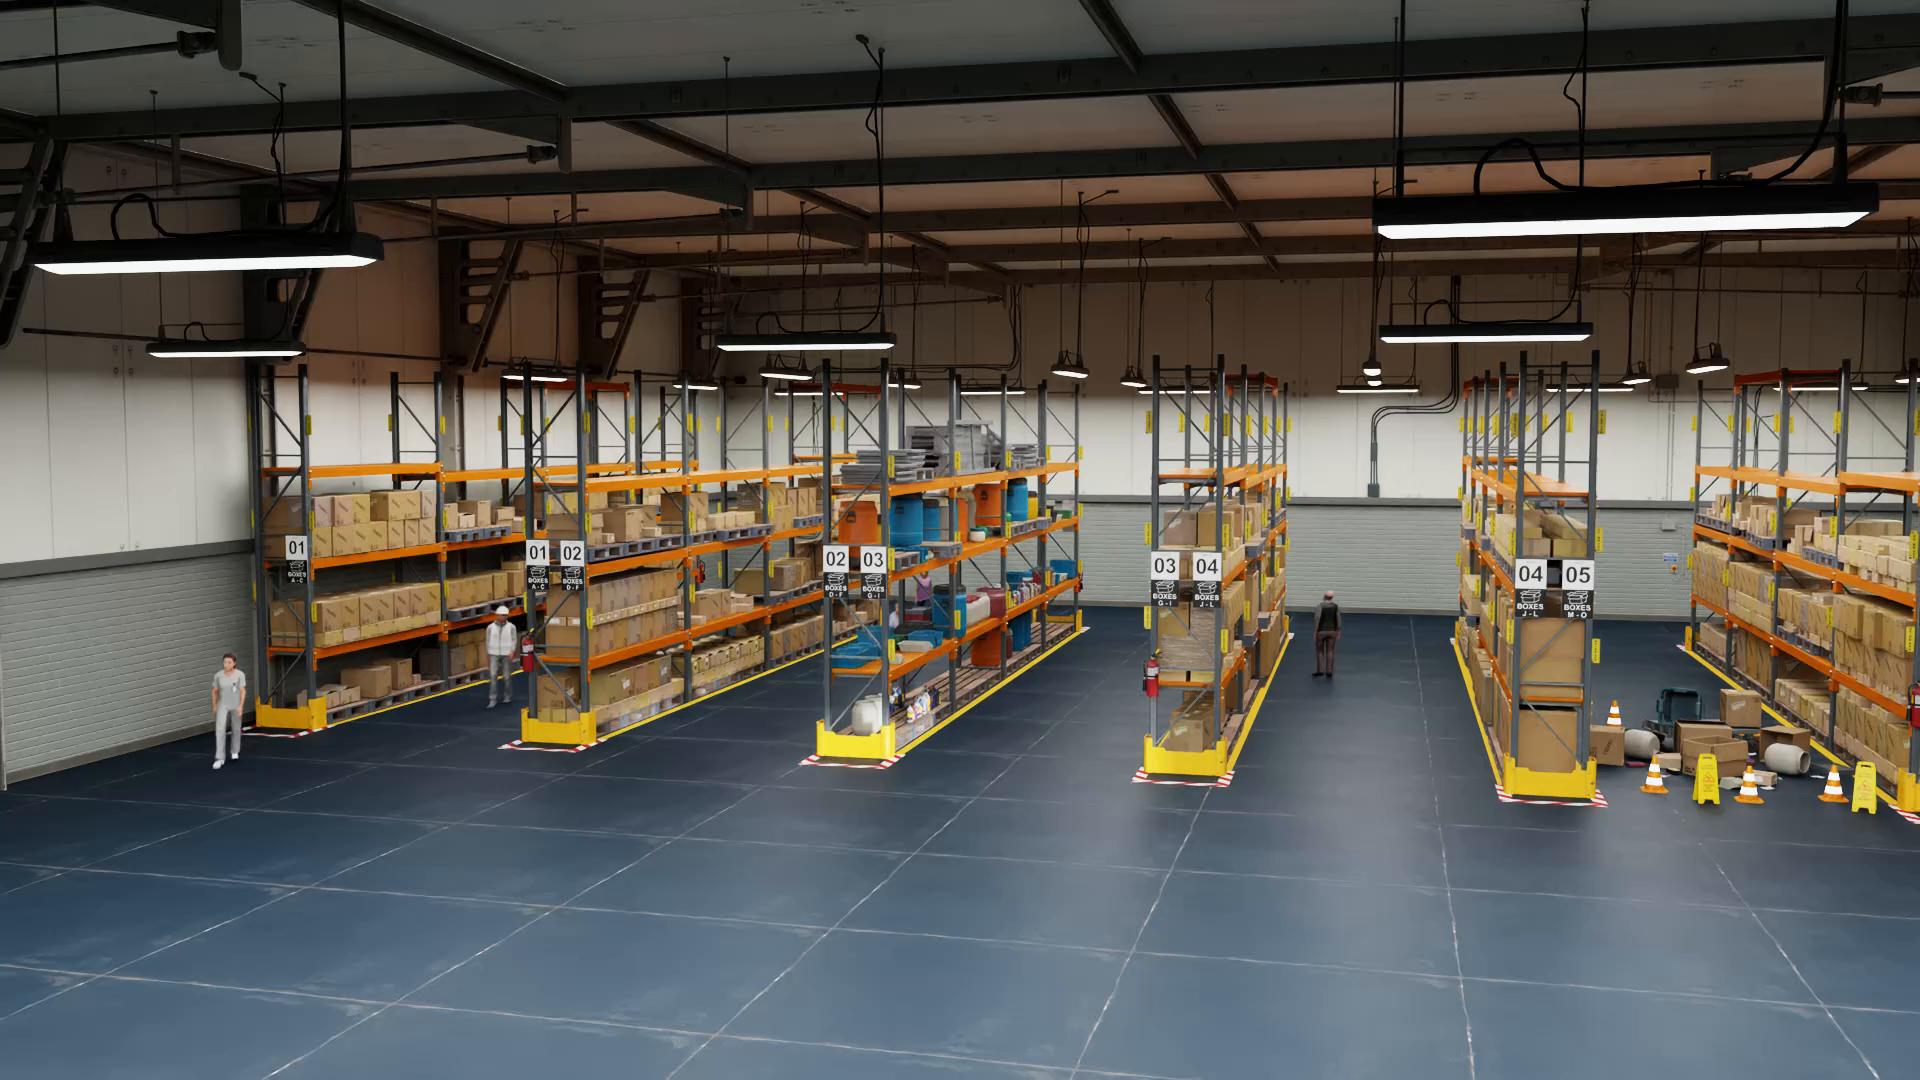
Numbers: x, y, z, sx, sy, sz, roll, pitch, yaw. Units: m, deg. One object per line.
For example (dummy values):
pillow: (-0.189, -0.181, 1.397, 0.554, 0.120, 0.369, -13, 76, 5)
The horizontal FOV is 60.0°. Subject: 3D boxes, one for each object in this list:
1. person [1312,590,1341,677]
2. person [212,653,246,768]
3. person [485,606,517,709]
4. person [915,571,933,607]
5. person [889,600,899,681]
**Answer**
person: (7.318, 1.877, 33.148, 0.609, 1.760, 0.572, -1, 4, -9)
person: (-10.778, 2.472, 24.505, 0.486, 1.624, 0.928, -2, 4, -24)
person: (-8.209, 2.087, 29.745, 0.565, 1.771, 0.741, -1, 4, -13)
person: (-0.870, 1.451, 40.164, 0.423, 1.526, 0.888, 0, 4, 5)
person: (-1.182, 1.874, 30.940, 0.542, 1.491, 0.860, 1, 4, 10)
